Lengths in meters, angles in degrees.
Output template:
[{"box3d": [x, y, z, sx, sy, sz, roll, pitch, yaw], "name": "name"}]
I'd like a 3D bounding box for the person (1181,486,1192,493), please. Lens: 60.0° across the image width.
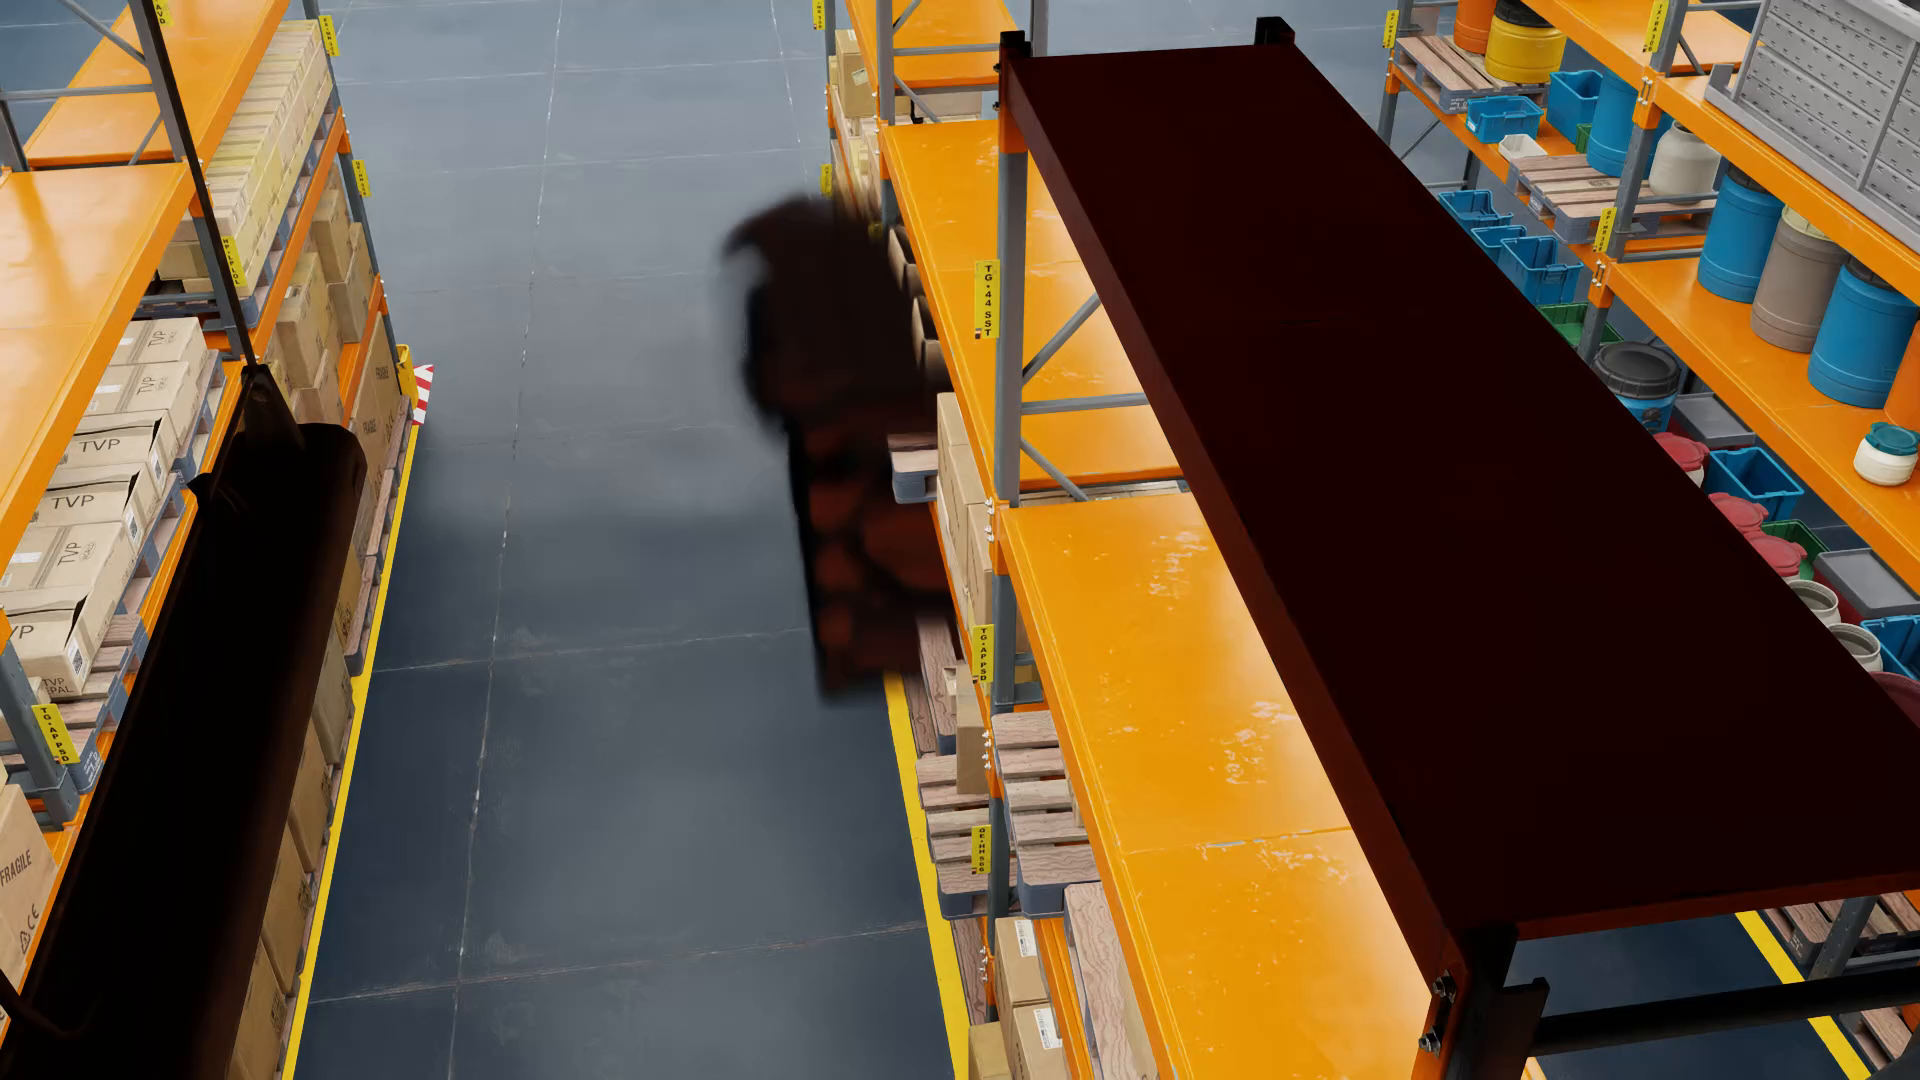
[{"box3d": [2.045, -1.243, 13.167, 0.574, 1.788, 0.703, -1, 36, -1], "name": "person"}]
